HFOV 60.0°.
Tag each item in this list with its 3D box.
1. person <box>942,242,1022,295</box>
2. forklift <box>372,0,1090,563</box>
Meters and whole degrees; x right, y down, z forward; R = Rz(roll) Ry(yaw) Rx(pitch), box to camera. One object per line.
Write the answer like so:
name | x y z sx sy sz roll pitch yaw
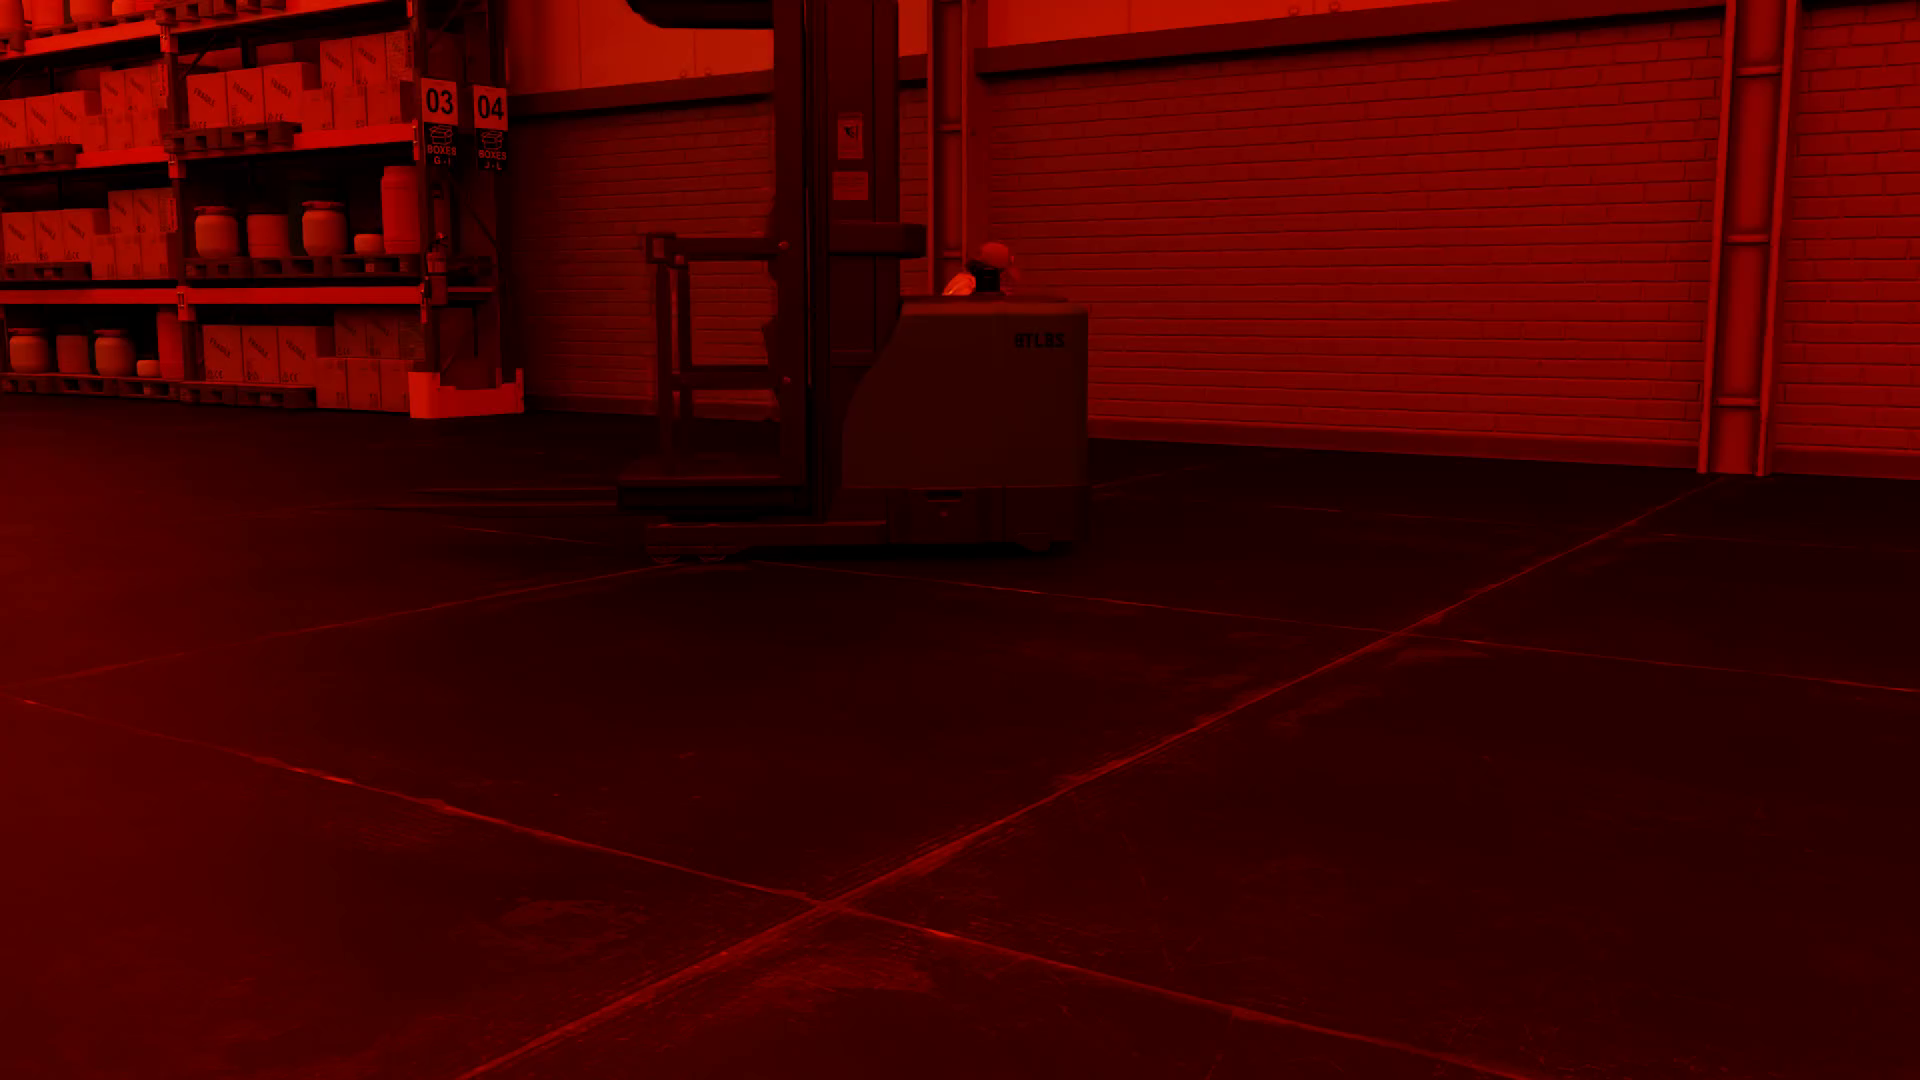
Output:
person | 0.139 -0.826 8.539 0.792 1.390 1.526 0 8 1
forklift | -0.989 -1.431 7.257 3.031 2.935 1.130 -1 8 -5
